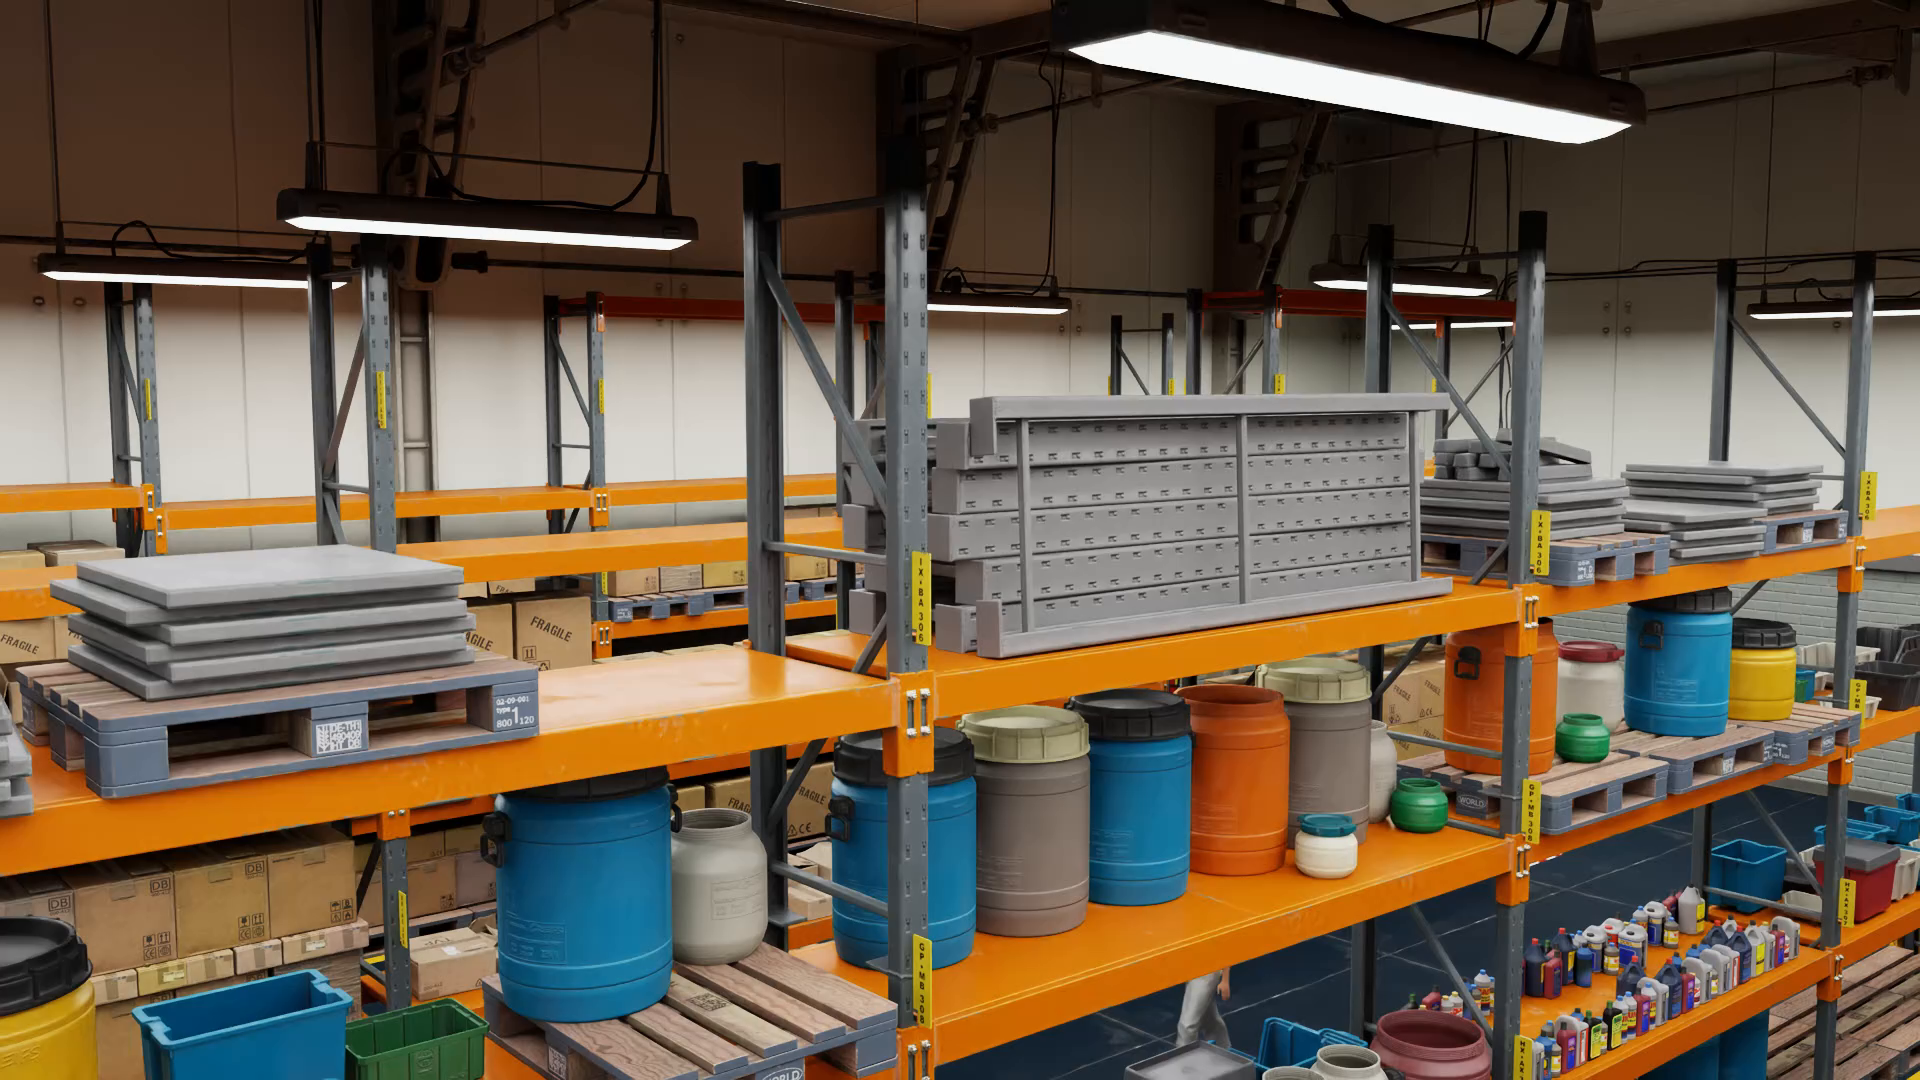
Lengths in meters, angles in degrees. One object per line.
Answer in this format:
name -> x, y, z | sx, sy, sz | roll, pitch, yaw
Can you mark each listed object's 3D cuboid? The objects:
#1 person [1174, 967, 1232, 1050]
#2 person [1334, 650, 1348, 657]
person -> 1.669, 3.170, 12.078 | 0.864, 1.642, 0.466 | -3, 6, -24
person -> 5.103, 2.215, 22.174 | 0.527, 1.657, 1.062 | -1, 6, -9
